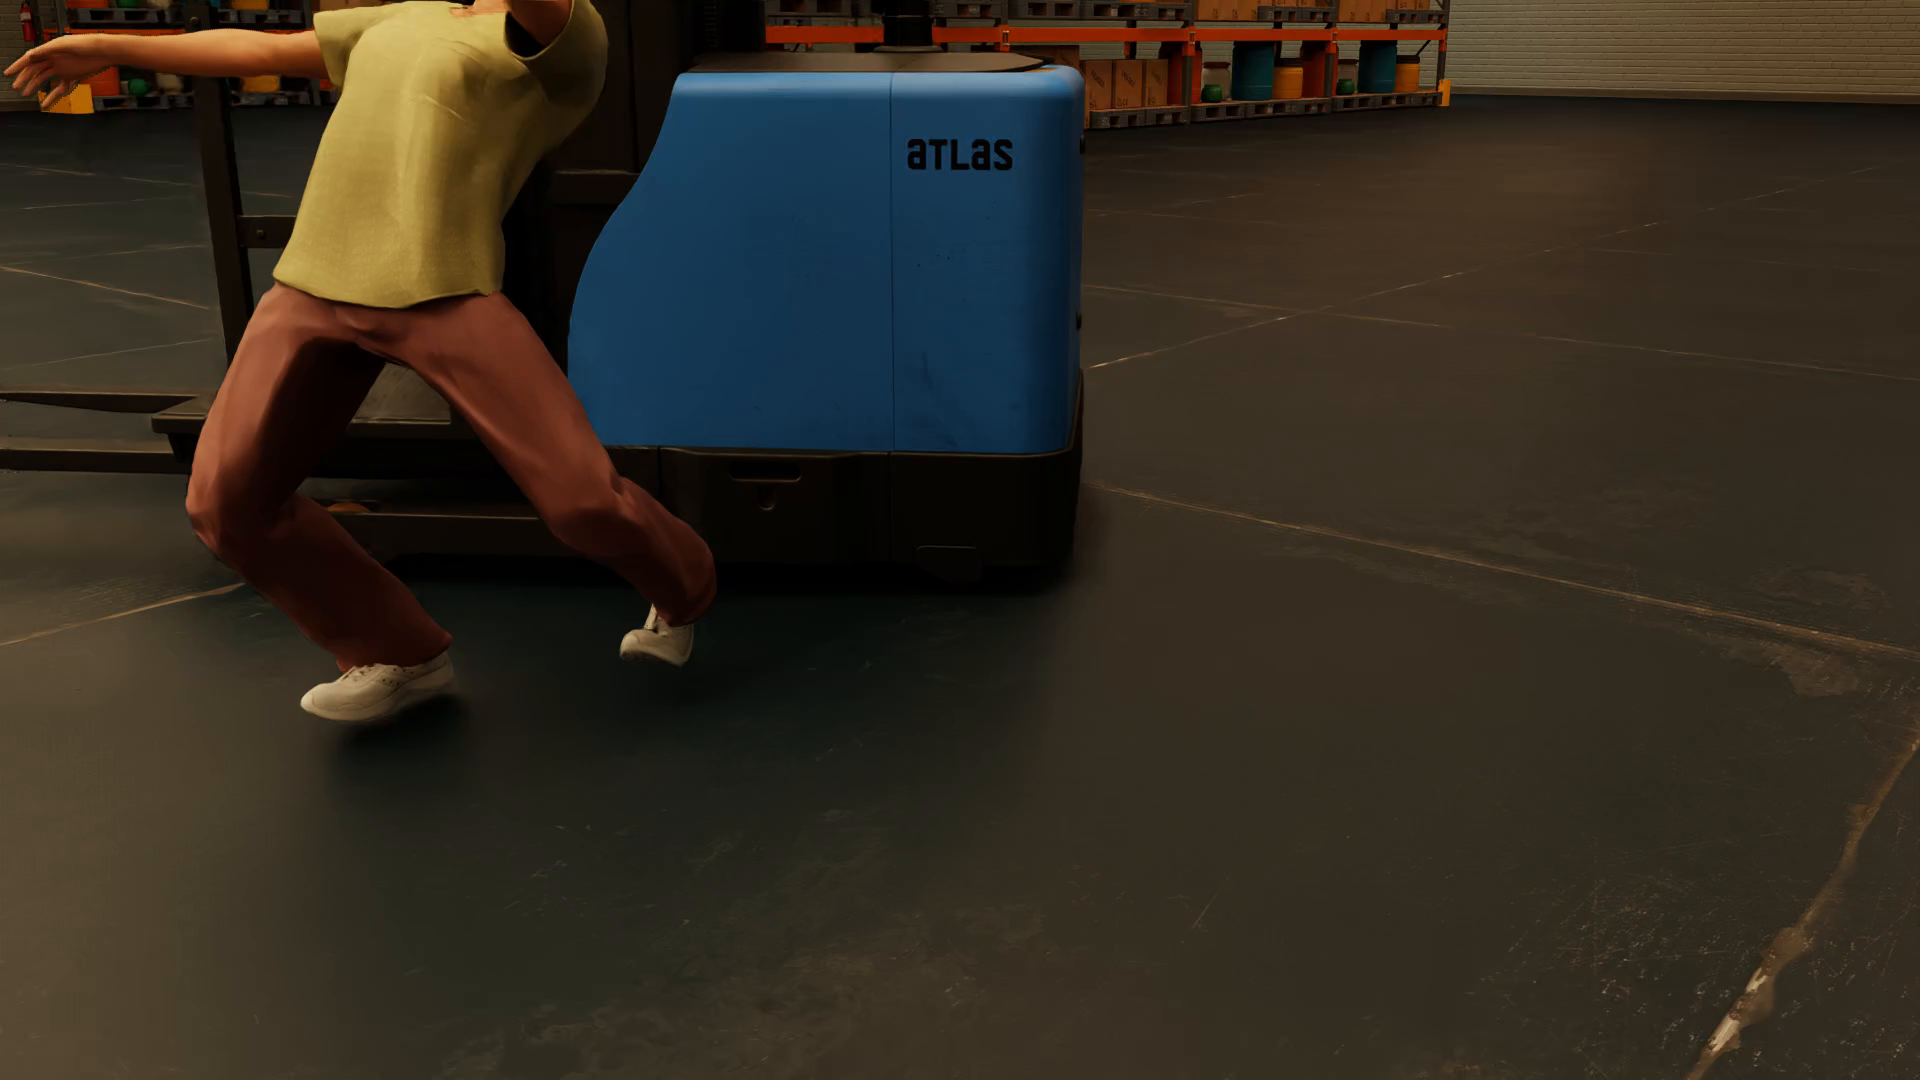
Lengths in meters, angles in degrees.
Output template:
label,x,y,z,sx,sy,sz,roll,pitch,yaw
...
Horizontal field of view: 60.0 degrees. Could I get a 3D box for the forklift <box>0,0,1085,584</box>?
label,x,y,z,sx,sy,sz,roll,pitch,yaw
forklift,-1.227,-1.468,3.733,3.031,2.935,1.130,2,17,5

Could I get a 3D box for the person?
label,x,y,z,sx,sy,sz,roll,pitch,yaw
person,-0.961,-0.410,2.705,1.010,1.452,0.666,3,17,10
